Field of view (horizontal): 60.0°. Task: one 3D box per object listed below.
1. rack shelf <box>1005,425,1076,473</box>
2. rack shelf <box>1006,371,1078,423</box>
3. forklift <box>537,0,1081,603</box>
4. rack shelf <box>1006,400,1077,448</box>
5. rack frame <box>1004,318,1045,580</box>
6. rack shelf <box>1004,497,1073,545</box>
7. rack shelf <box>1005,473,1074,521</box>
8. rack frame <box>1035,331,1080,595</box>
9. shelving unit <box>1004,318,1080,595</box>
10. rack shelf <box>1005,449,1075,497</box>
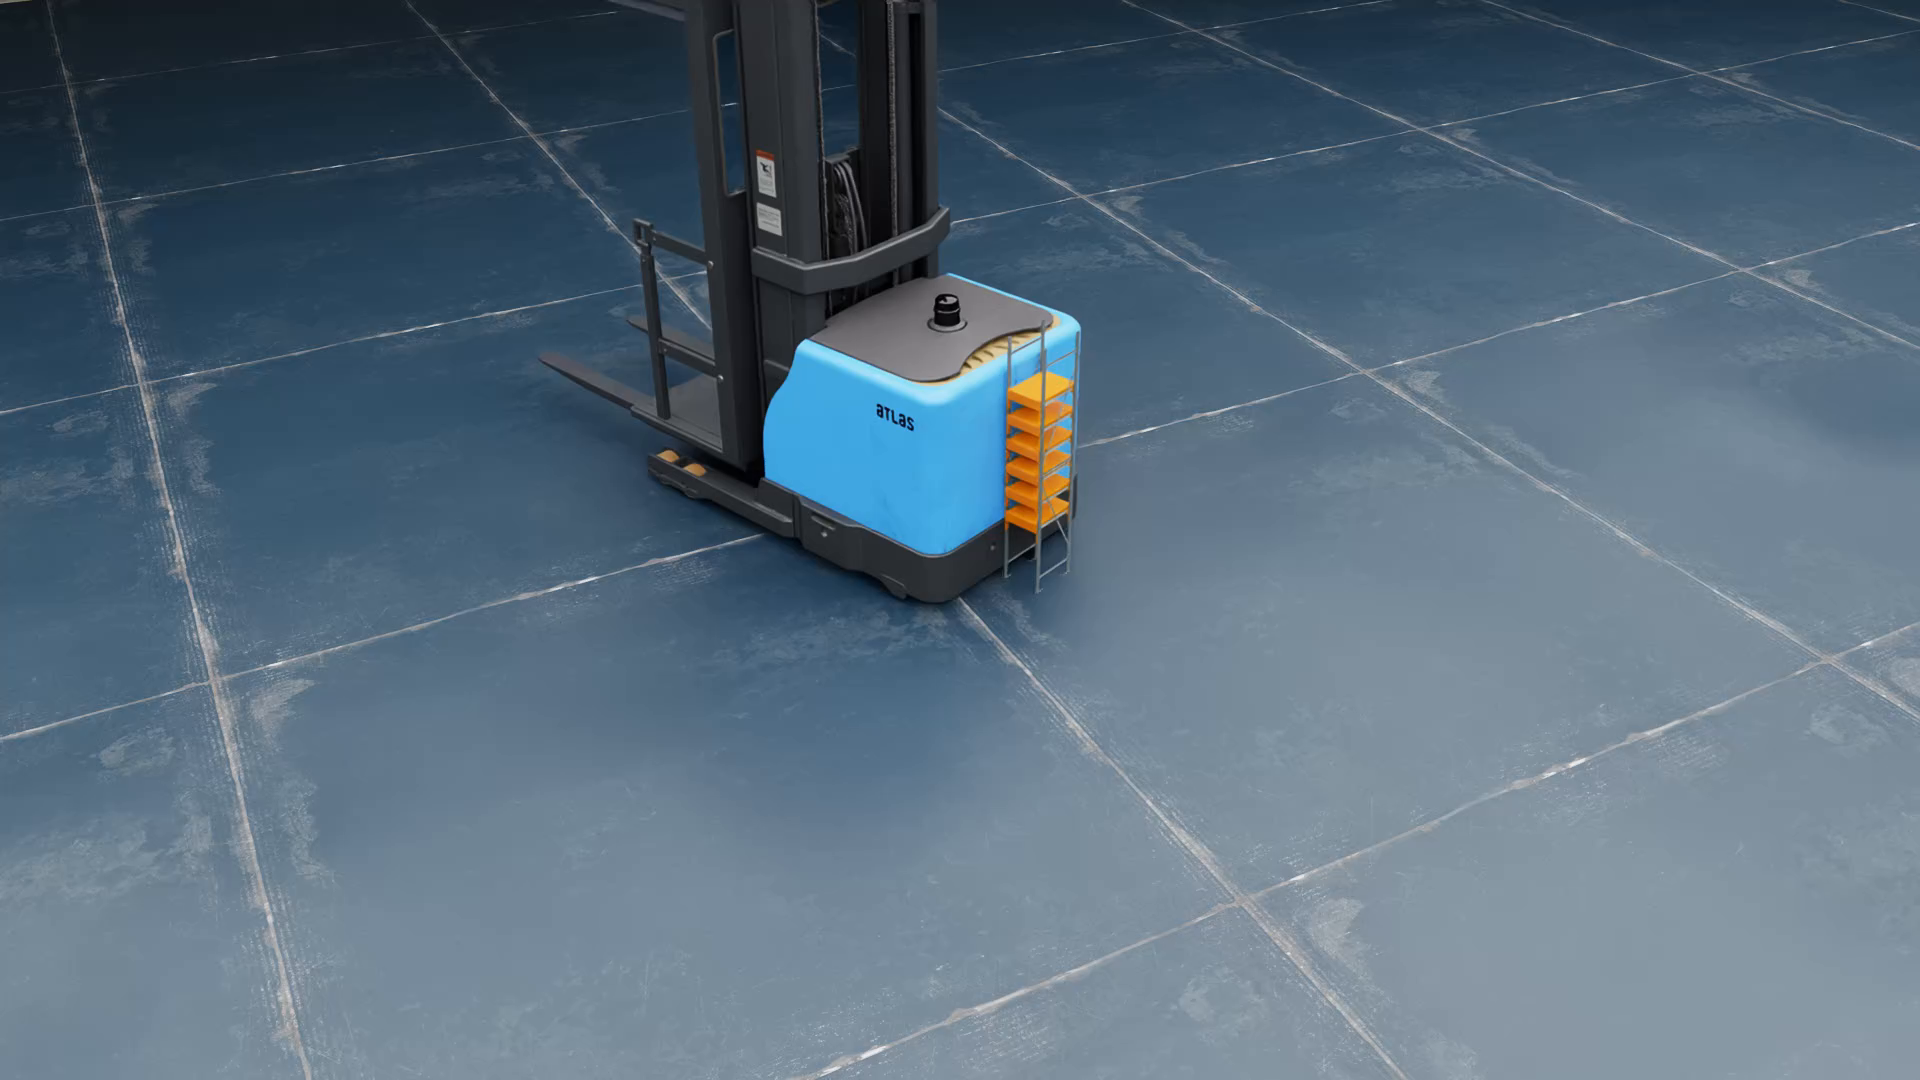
[{"bbox_3d":[0.346,-0.408,7.134,0.180,0.103,0.258,25,40,34],"label":"rack shelf"},{"bbox_3d":[0.346,-0.610,7.005,0.180,0.103,0.258,25,40,34],"label":"rack shelf"},{"bbox_3d":[-0.897,-1.627,7.573,3.031,2.935,1.130,25,40,34],"label":"forklift"},{"bbox_3d":[0.346,-0.509,7.069,0.180,0.103,0.258,25,40,34],"label":"rack shelf"},{"bbox_3d":[0.277,-0.377,7.226,0.006,1.200,0.240,25,40,34],"label":"rack frame"},{"bbox_3d":[0.346,-0.105,7.328,0.180,0.103,0.258,25,40,34],"label":"rack shelf"},{"bbox_3d":[0.346,-0.206,7.264,0.180,0.103,0.258,25,40,34],"label":"rack shelf"},{"bbox_3d":[0.415,-0.312,7.124,0.006,1.200,0.240,25,40,34],"label":"rack frame"},{"bbox_3d":[0.346,-0.344,7.175,0.189,1.200,0.258,25,40,34],"label":"shelving unit"},{"bbox_3d":[0.346,-0.307,7.199,0.180,0.103,0.258,25,40,34],"label":"rack shelf"}]
